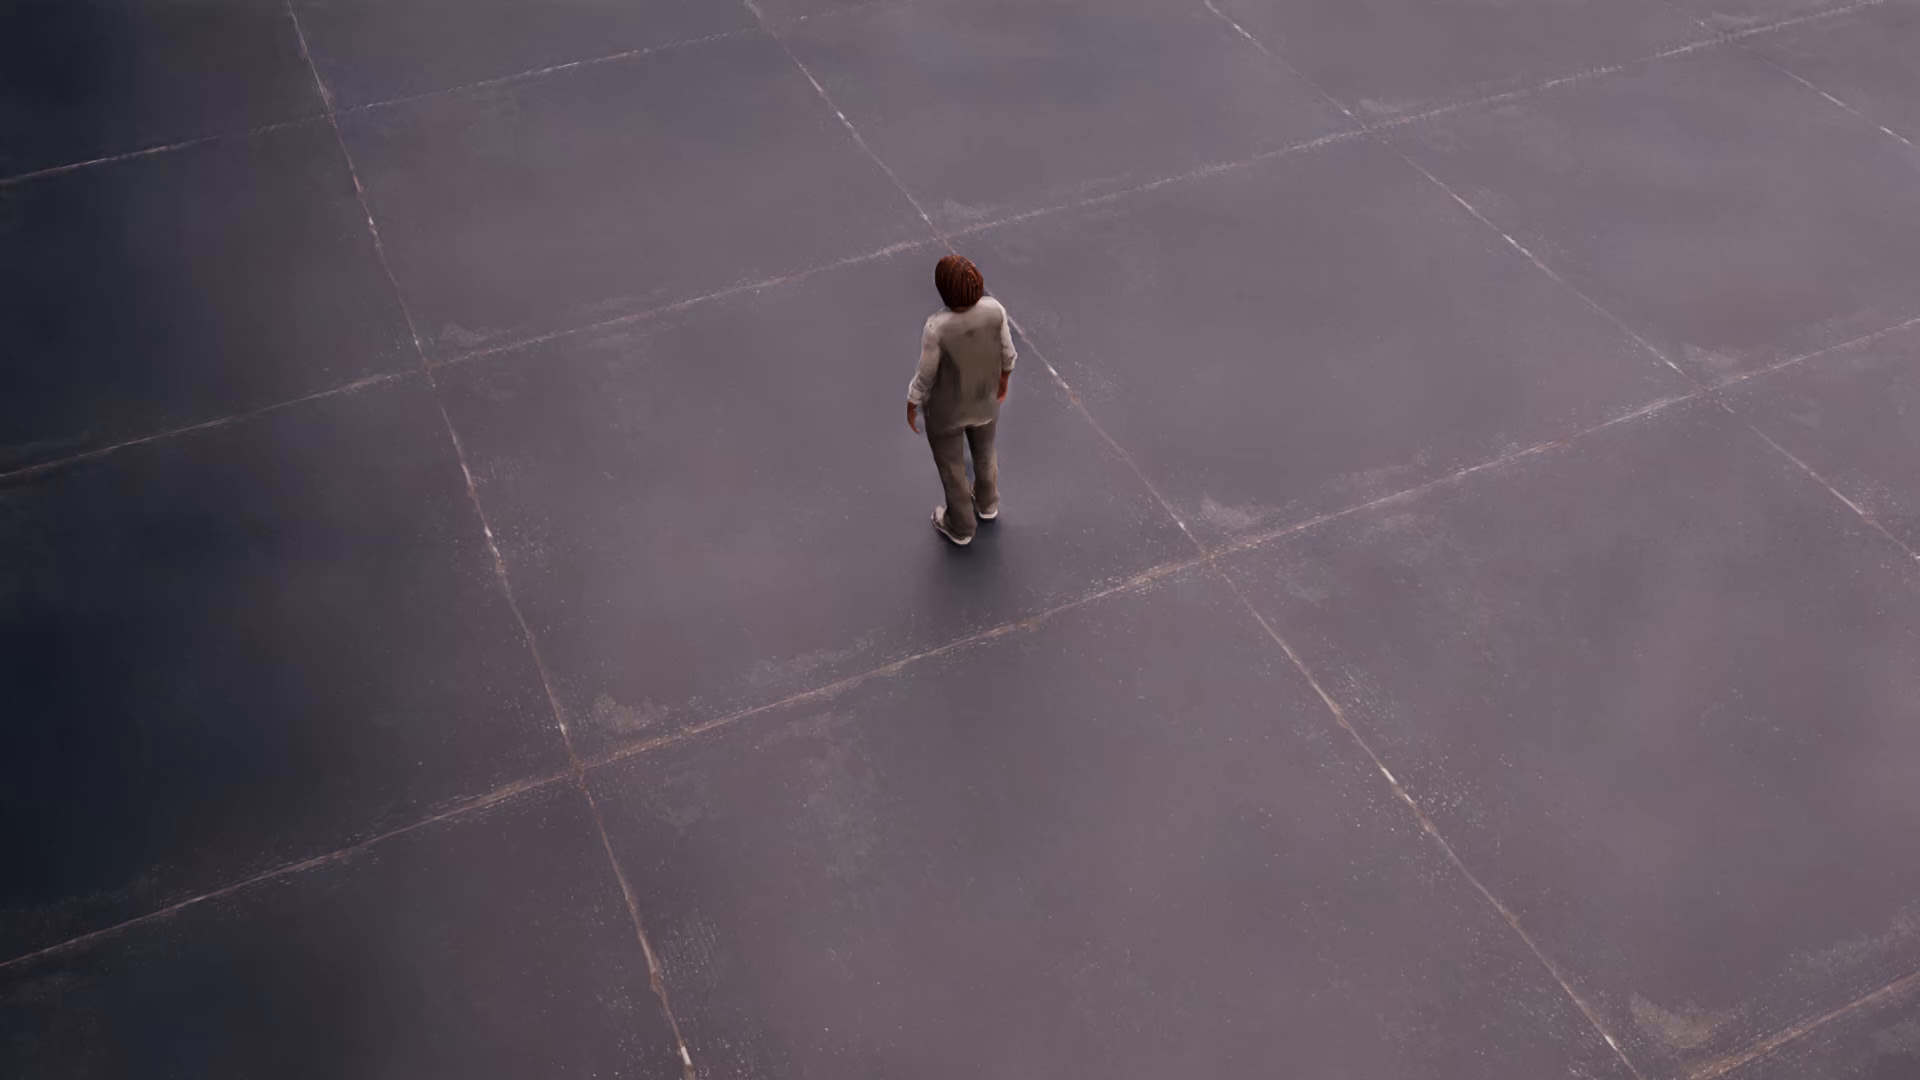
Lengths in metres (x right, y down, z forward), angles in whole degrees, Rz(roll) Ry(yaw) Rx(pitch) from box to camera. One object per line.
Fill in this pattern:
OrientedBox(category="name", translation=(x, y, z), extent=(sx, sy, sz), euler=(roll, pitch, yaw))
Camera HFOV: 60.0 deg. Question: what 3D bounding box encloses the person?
OrientedBox(category="person", translation=(-0.018, -0.639, 7.332), extent=(0.521, 1.597, 0.474), euler=(-18, 46, -18))
